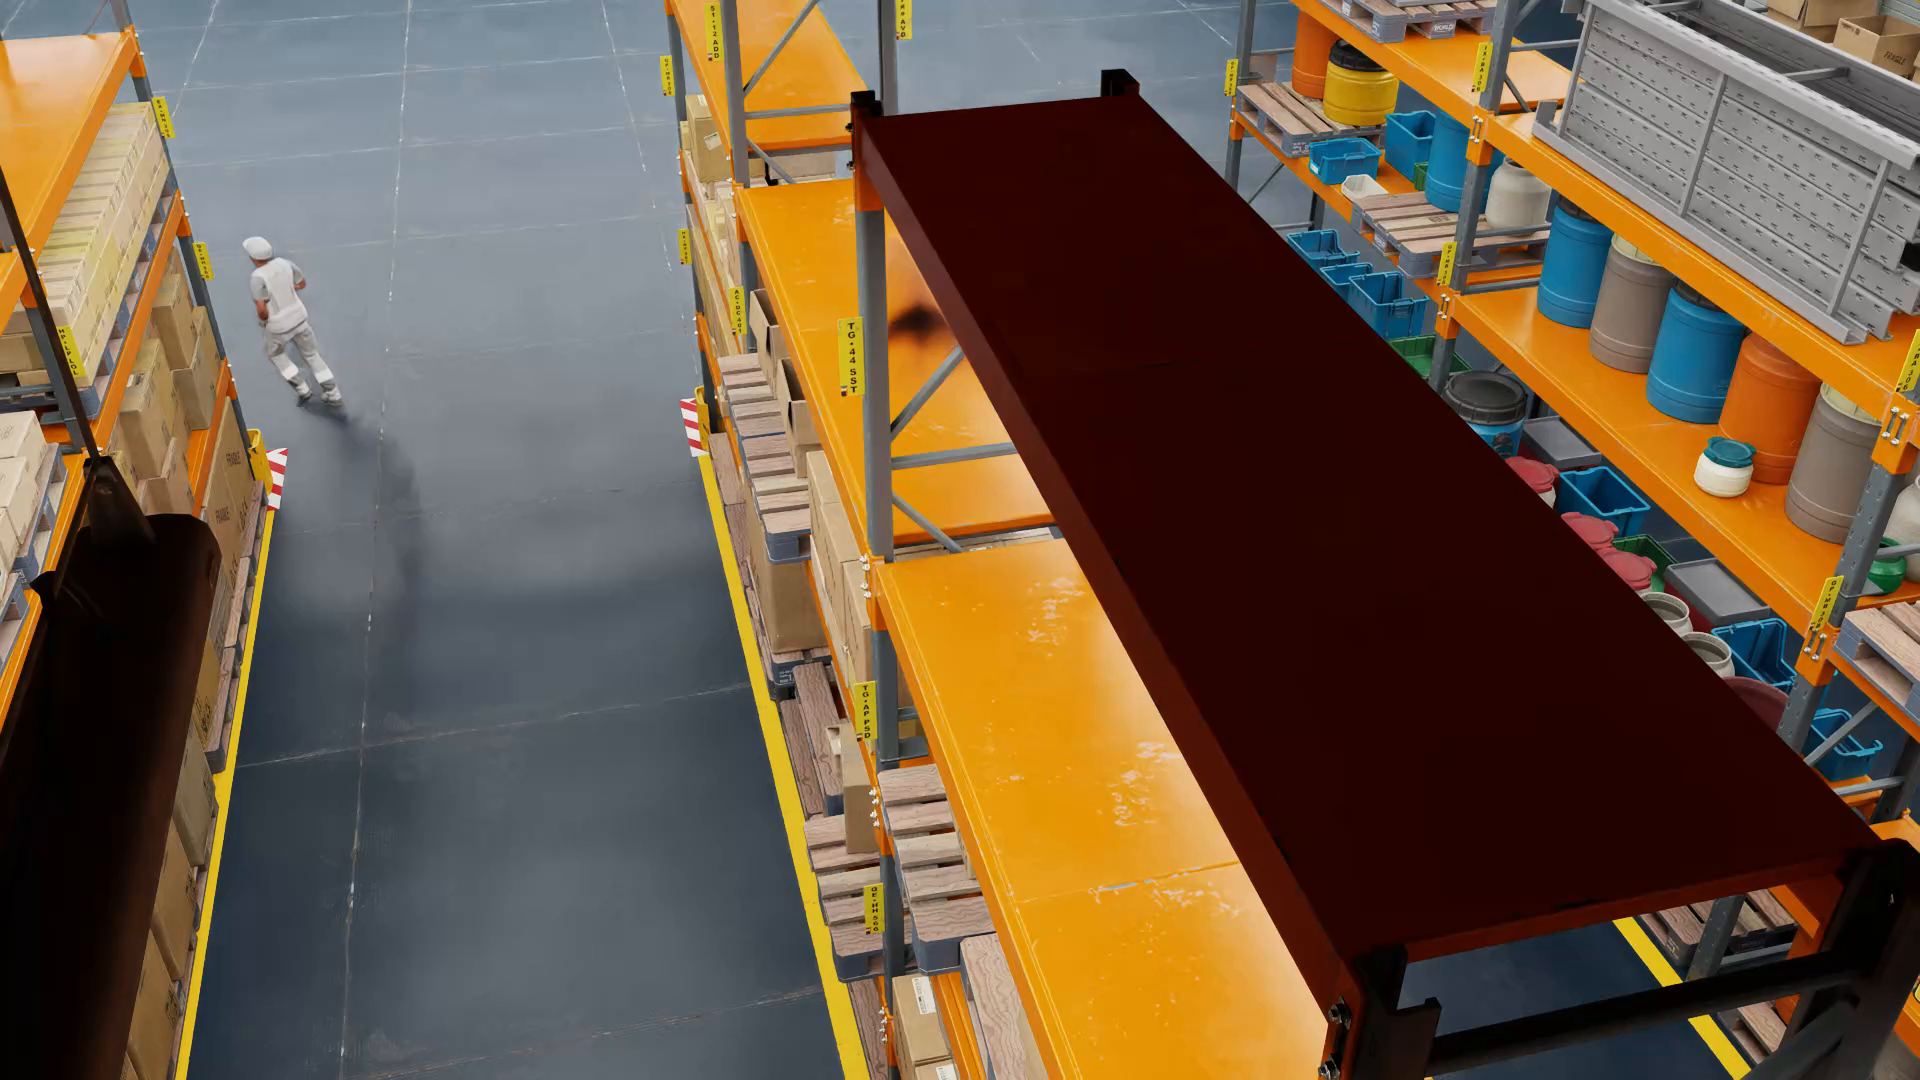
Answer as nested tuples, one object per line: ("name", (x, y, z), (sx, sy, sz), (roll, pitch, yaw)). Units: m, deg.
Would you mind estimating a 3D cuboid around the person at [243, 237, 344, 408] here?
("person", (-6.270, -1.966, 15.414), (0.734, 1.828, 0.652), (23, 40, 29))
